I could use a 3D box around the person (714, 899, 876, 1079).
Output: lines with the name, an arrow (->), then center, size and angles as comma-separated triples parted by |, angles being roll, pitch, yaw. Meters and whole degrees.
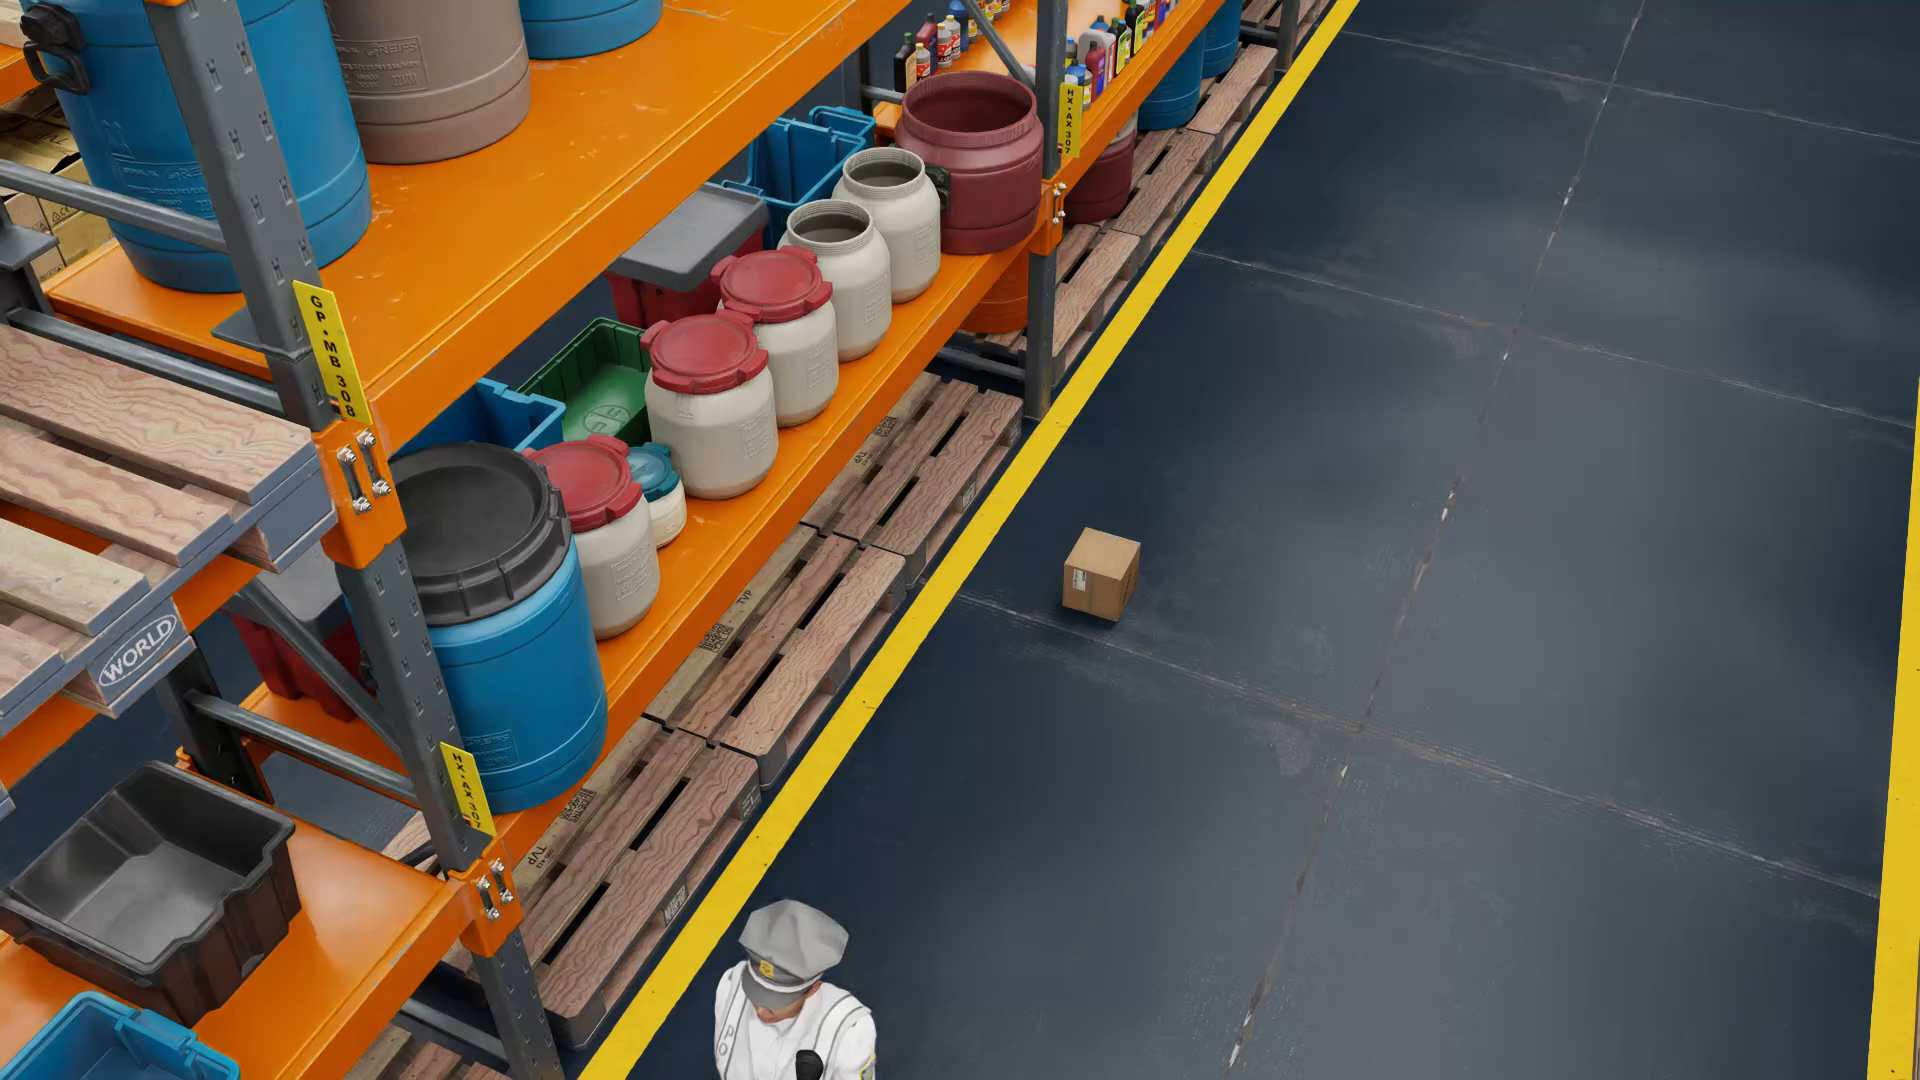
person -> -0.444, 1.586, 4.375 | 0.491, 1.703, 0.448 | 12, 44, 13
